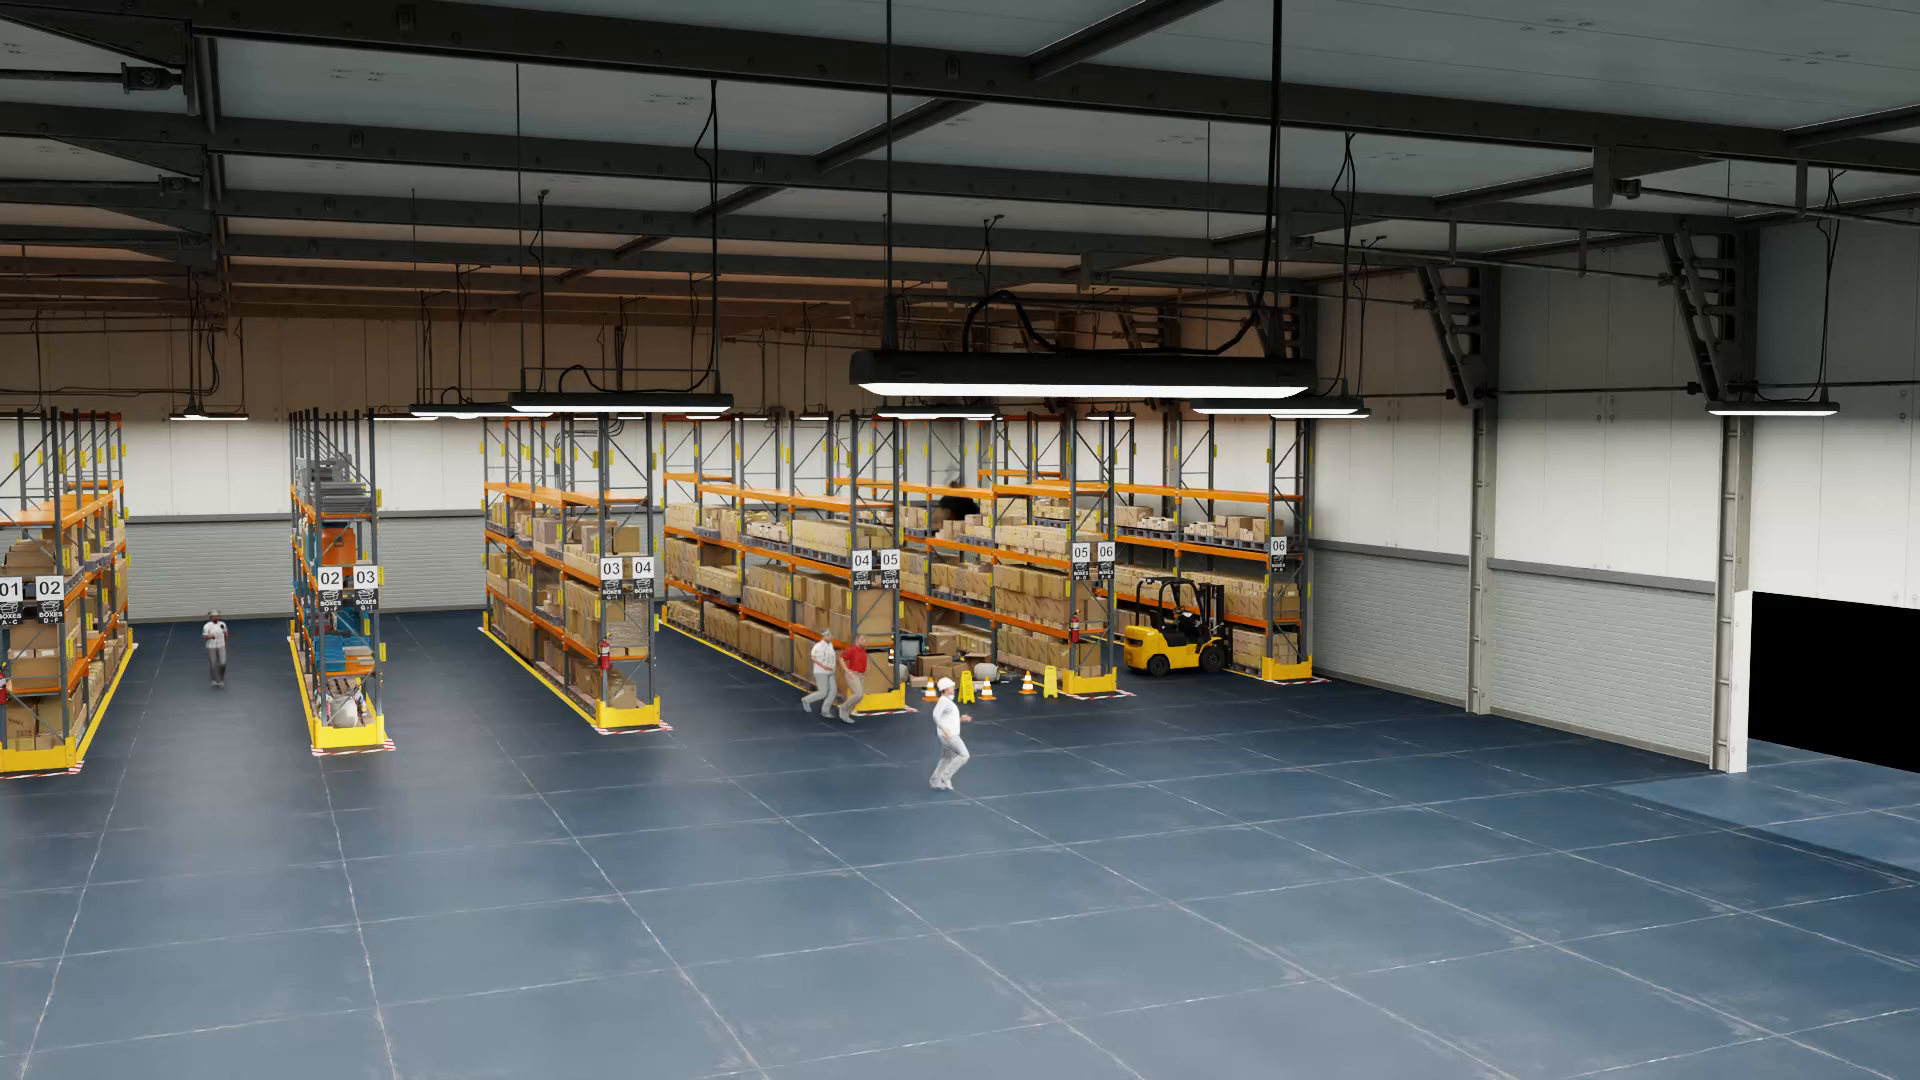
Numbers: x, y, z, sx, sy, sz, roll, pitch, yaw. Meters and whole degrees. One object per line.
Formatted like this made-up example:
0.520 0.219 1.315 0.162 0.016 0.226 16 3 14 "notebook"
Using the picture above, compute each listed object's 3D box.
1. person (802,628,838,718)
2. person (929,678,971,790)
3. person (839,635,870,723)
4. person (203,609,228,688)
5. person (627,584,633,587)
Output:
-2.691 2.584 32.555 0.701 1.760 0.682 2 5 30 "person"
-0.146 3.020 25.937 0.661 1.742 0.634 0 4 -4 "person"
-1.983 2.658 32.011 0.549 1.672 0.685 2 5 30 "person"
-16.104 2.363 36.036 0.558 1.728 0.658 -3 5 -33 "person"
-9.556 1.571 47.654 0.601 1.640 0.767 2 4 23 "person"
